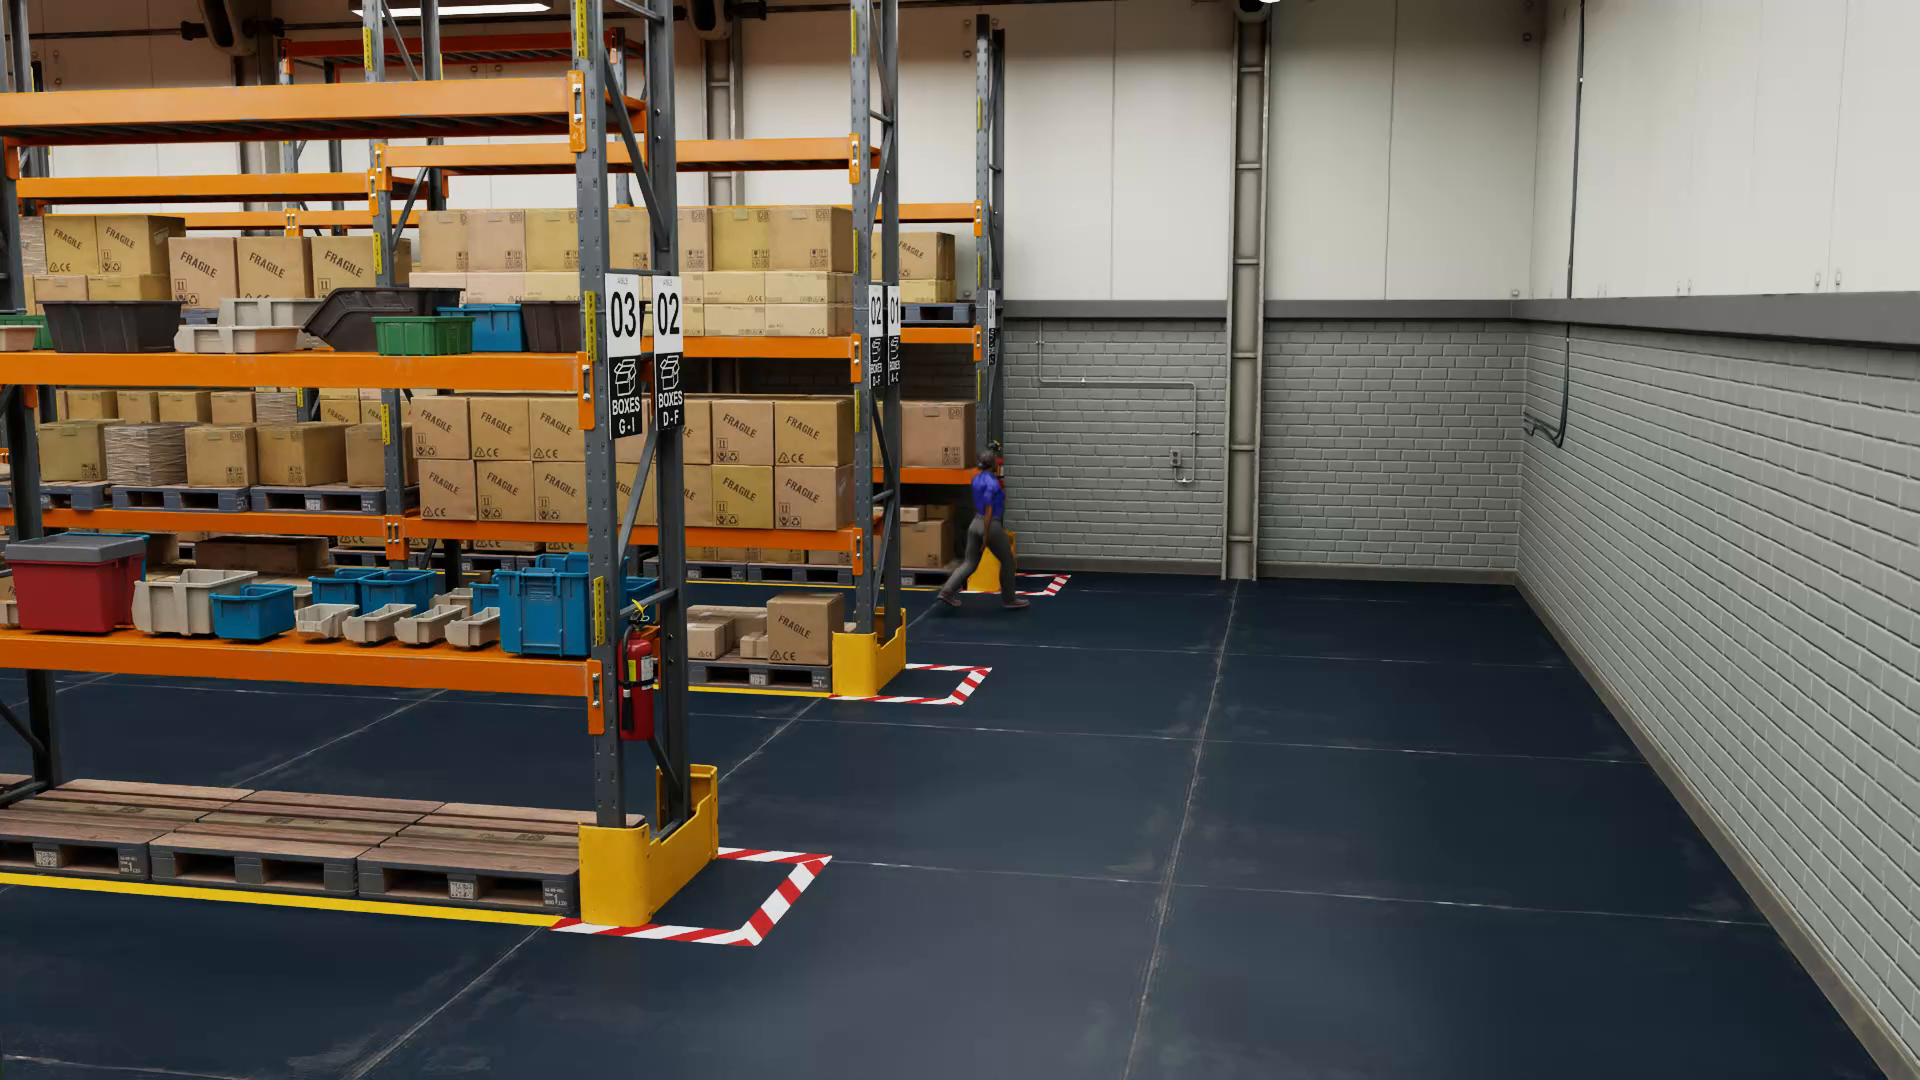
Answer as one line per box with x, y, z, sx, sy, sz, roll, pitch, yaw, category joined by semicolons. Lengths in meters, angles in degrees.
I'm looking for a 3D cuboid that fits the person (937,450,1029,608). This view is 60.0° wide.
0.231;-0.098;16.527;1.008;1.600;0.468;-6;10;-35;person
